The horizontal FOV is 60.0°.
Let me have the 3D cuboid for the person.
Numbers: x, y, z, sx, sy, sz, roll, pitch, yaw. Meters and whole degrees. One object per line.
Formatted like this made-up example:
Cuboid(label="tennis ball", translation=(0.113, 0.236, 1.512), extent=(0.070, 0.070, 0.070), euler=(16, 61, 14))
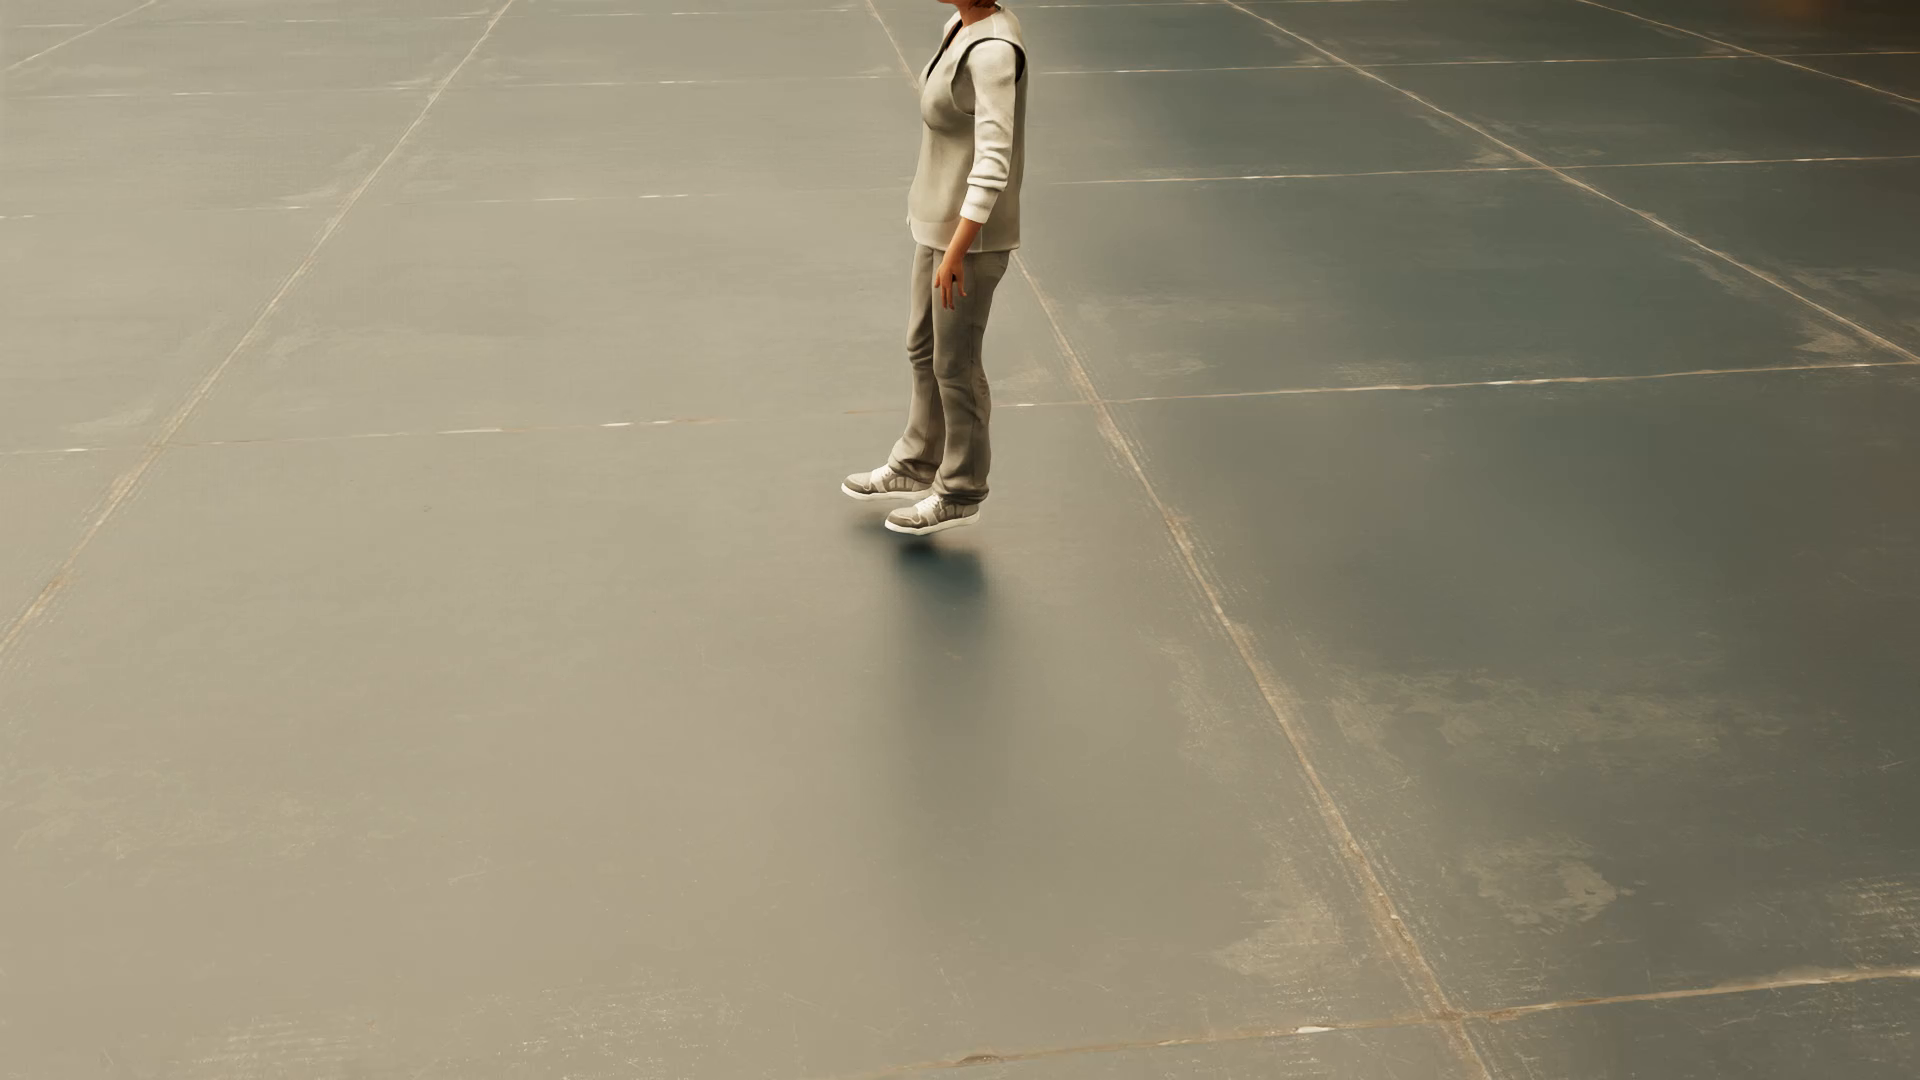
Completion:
Cuboid(label="person", translation=(-0.075, -0.764, 4.243), extent=(0.475, 1.597, 0.520), euler=(-3, 26, -7))
